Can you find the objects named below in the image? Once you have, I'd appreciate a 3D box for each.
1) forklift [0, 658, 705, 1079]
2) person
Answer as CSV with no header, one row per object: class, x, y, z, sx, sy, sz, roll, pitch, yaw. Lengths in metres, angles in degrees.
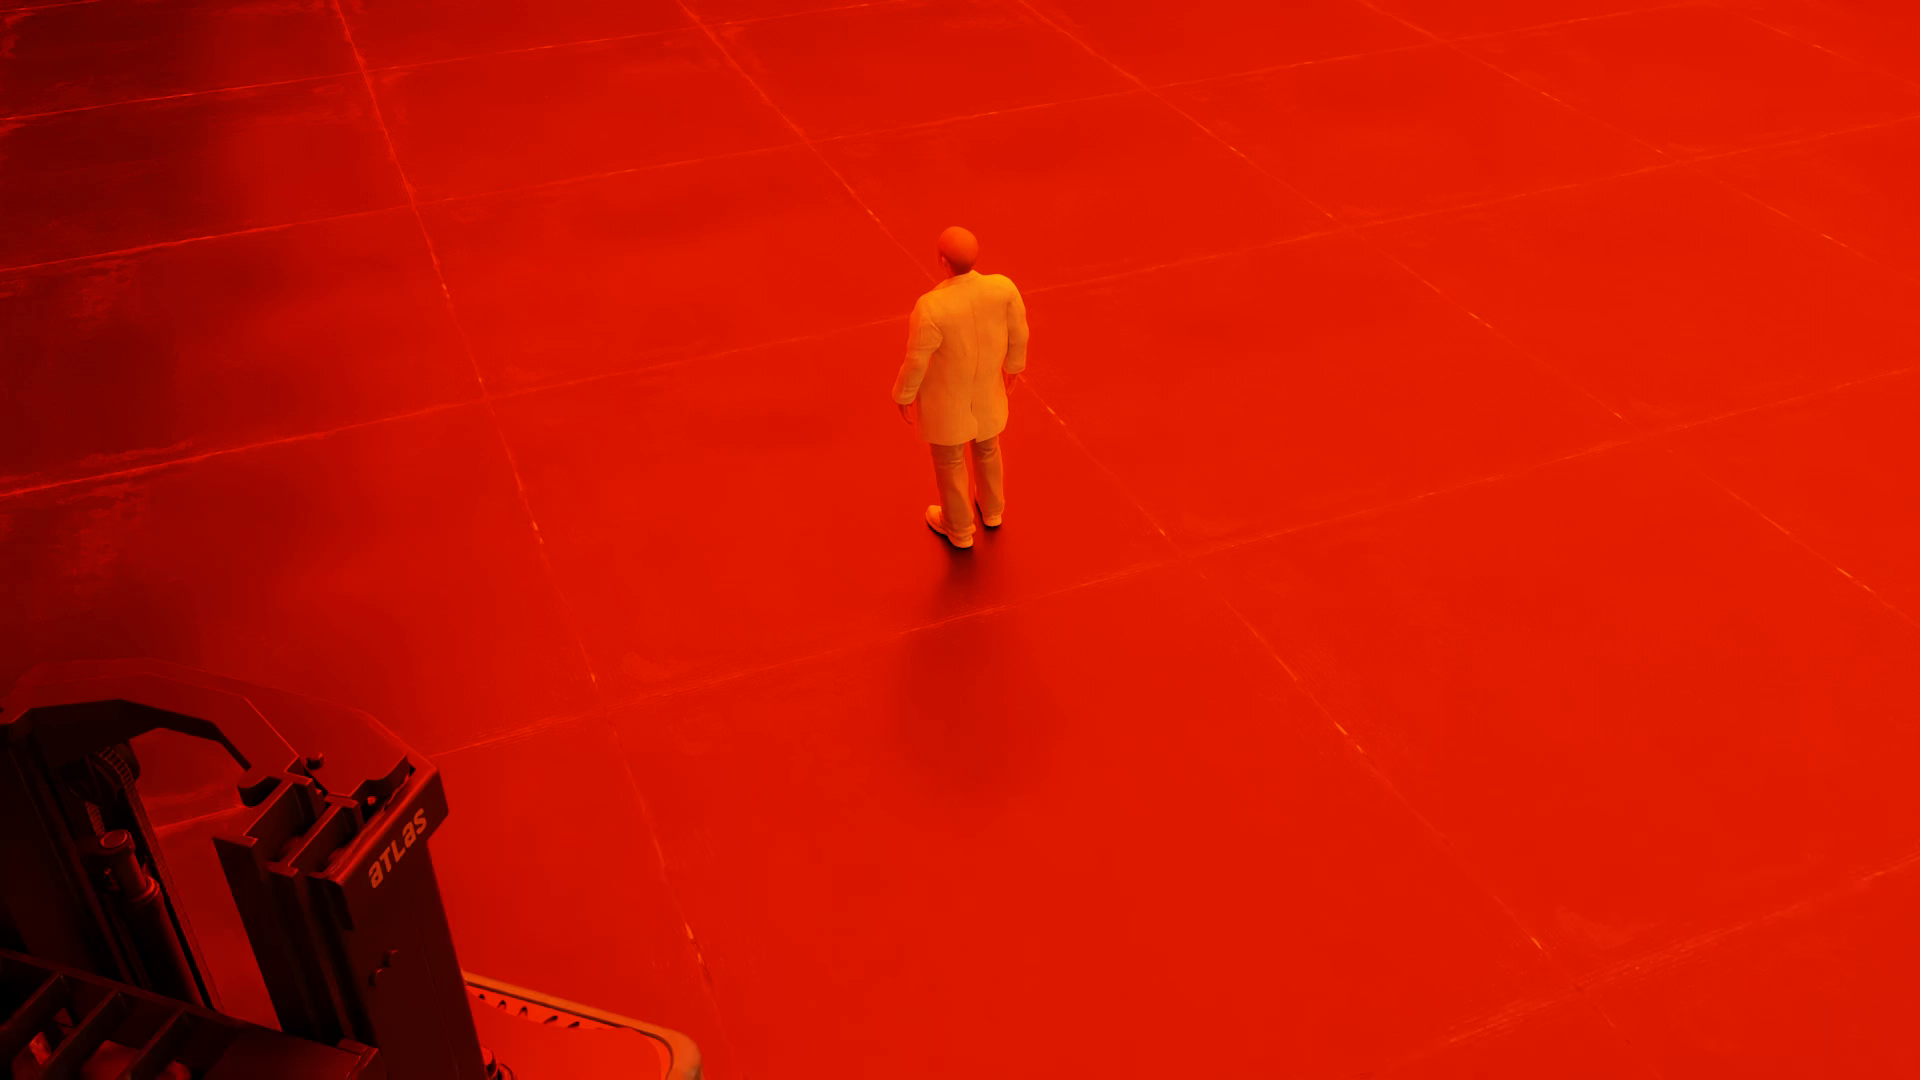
forklift,-1.669,1.833,3.520,1.130,2.935,3.031,11,37,15
person,-0.031,-0.780,8.178,0.696,1.776,0.581,-14,38,-19
